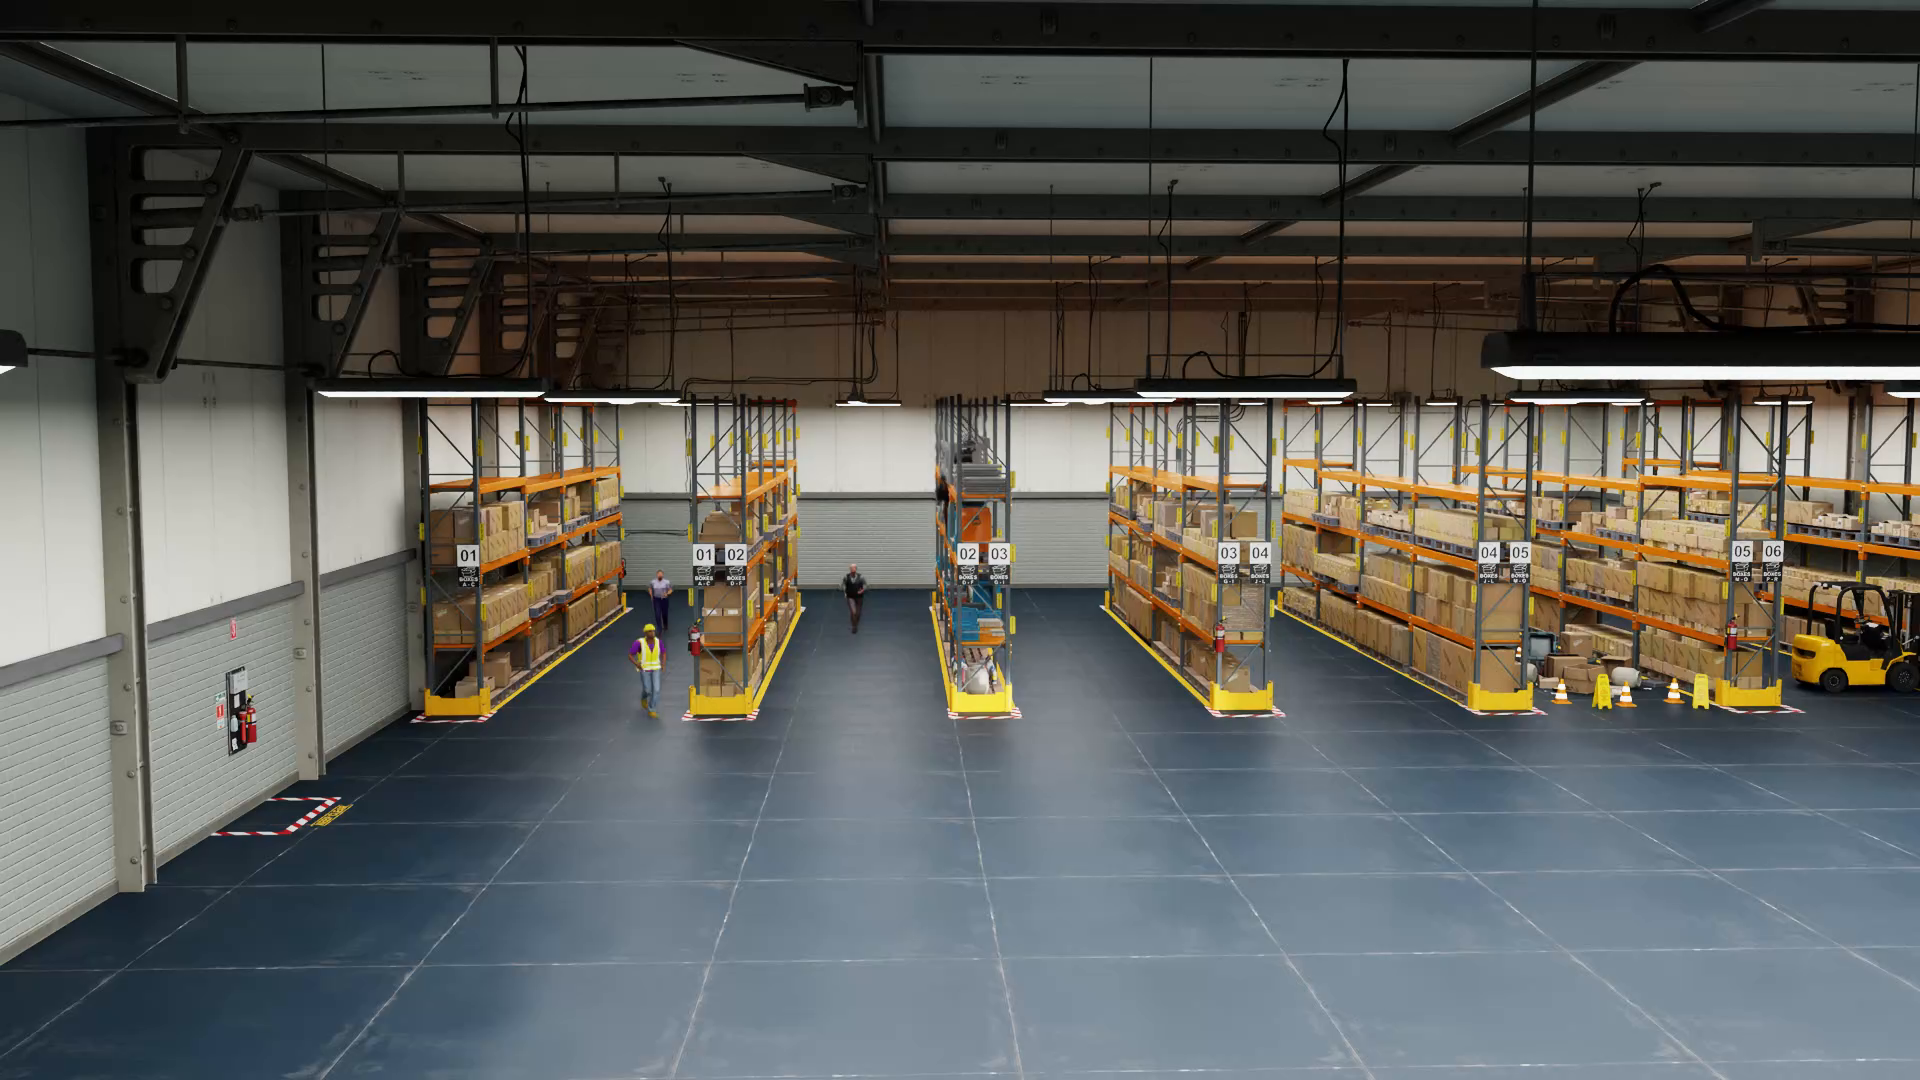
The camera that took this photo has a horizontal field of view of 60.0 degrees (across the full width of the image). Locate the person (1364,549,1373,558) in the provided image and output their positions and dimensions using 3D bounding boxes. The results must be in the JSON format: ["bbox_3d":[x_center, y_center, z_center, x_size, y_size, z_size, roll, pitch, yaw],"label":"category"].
[{"bbox_3d":[12.060,1.077,48.864,0.769,1.655,0.607,-1,5,-9],"label":"person"}]

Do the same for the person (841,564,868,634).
[{"bbox_3d":[-2.569,1.445,40.635,0.656,1.724,0.763,0,5,-4],"label":"person"}]

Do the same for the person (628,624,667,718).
[{"bbox_3d":[-5.809,2.427,31.052,0.737,1.735,0.603,-2,5,-27],"label":"person"}]

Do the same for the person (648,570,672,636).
[{"bbox_3d":[-7.621,1.590,42.296,0.609,1.638,0.737,-1,5,-8],"label":"person"}]
